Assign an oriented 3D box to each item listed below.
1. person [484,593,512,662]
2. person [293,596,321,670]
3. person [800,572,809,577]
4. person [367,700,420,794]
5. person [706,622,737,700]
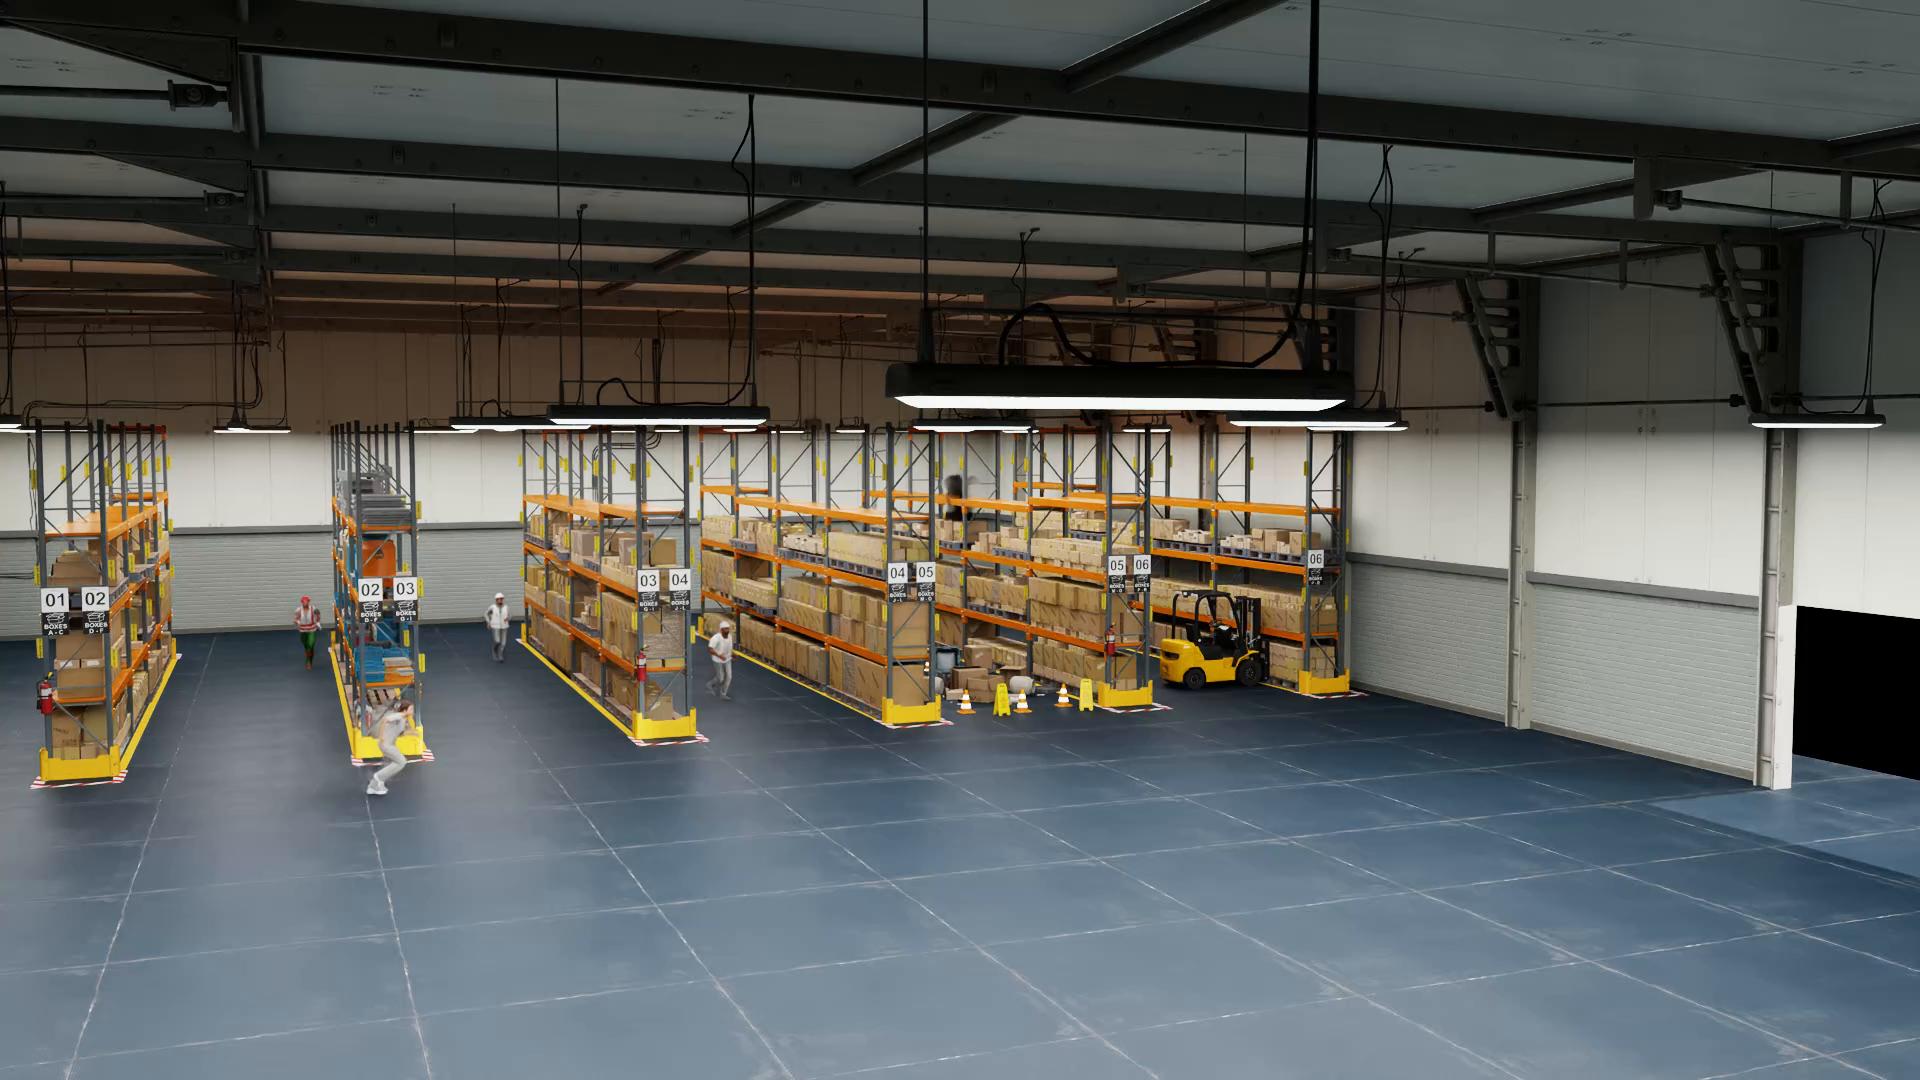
[{"bbox_3d":[-11.630,2.213,41.988,0.655,1.732,0.647,-2,4,-25],"label":"person"},{"bbox_3d":[-16.109,2.260,41.064,0.599,1.786,0.966,0,4,-7],"label":"person"},{"bbox_3d":[-4.487,1.766,51.246,1.025,1.630,0.654,-2,4,-29],"label":"person"},{"bbox_3d":[-9.054,3.311,26.516,0.834,1.505,0.600,0,4,-3],"label":"person"},{"bbox_3d":[-5.219,2.618,36.167,0.697,1.713,0.766,-4,5,-45],"label":"person"}]
